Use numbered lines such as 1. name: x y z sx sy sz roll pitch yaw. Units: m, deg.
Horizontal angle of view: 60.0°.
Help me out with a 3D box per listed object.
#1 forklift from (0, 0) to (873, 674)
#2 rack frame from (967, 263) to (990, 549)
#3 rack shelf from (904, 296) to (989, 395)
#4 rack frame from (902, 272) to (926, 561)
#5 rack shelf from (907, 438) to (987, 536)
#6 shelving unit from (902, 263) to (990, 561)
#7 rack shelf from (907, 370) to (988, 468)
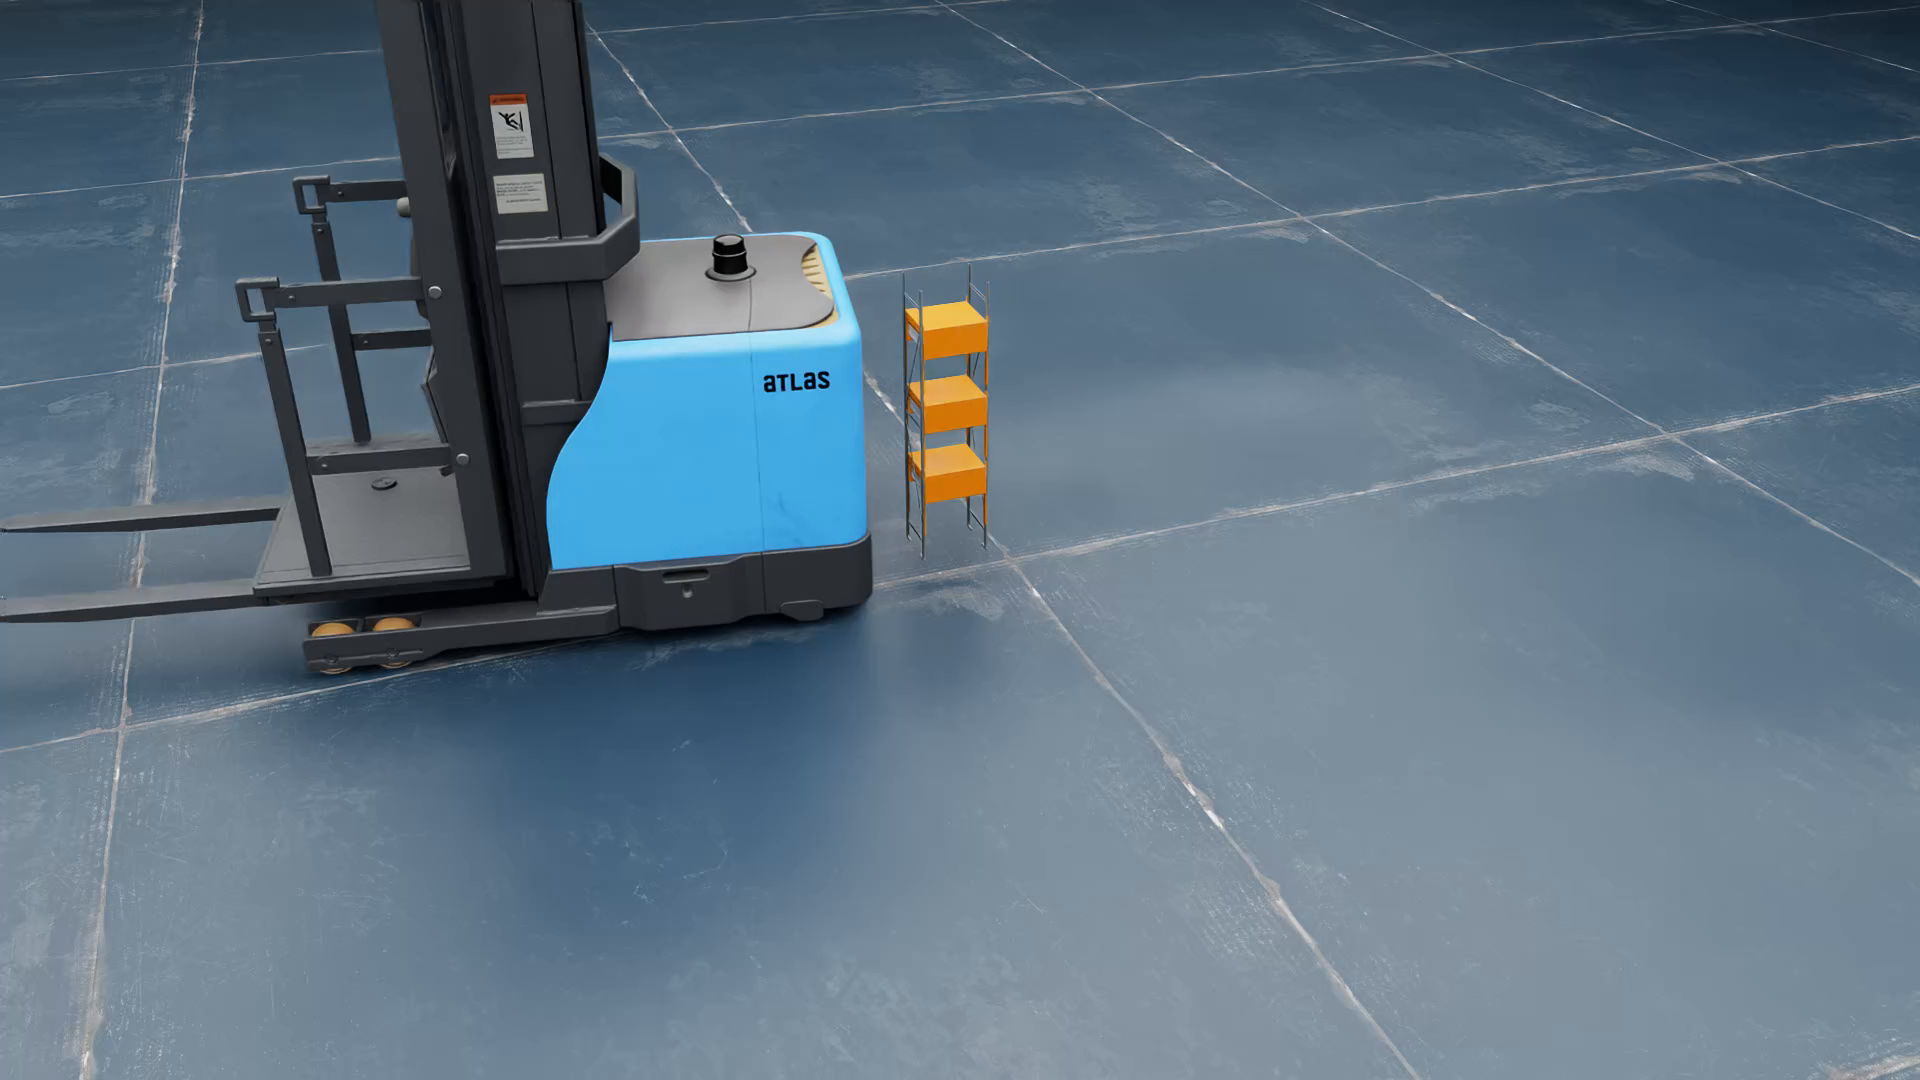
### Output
1. forklift: -1.870 -1.115 5.247 3.031 2.935 1.130 -5 30 -9
2. rack frame: 0.064 -0.468 6.011 0.008 1.050 0.200 -10 31 -18
3. rack shelf: -0.050 -0.684 5.839 0.240 0.259 0.215 -10 31 -18
4. rack frame: -0.164 -0.426 5.937 0.008 1.050 0.200 -10 31 -18
5. rack shelf: -0.050 -0.196 6.117 0.240 0.259 0.215 -10 31 -18
6. shelving unit: -0.050 -0.447 5.974 0.252 1.050 0.215 -10 31 -18
7. rack shelf: -0.050 -0.438 5.979 0.240 0.259 0.215 -10 31 -18
